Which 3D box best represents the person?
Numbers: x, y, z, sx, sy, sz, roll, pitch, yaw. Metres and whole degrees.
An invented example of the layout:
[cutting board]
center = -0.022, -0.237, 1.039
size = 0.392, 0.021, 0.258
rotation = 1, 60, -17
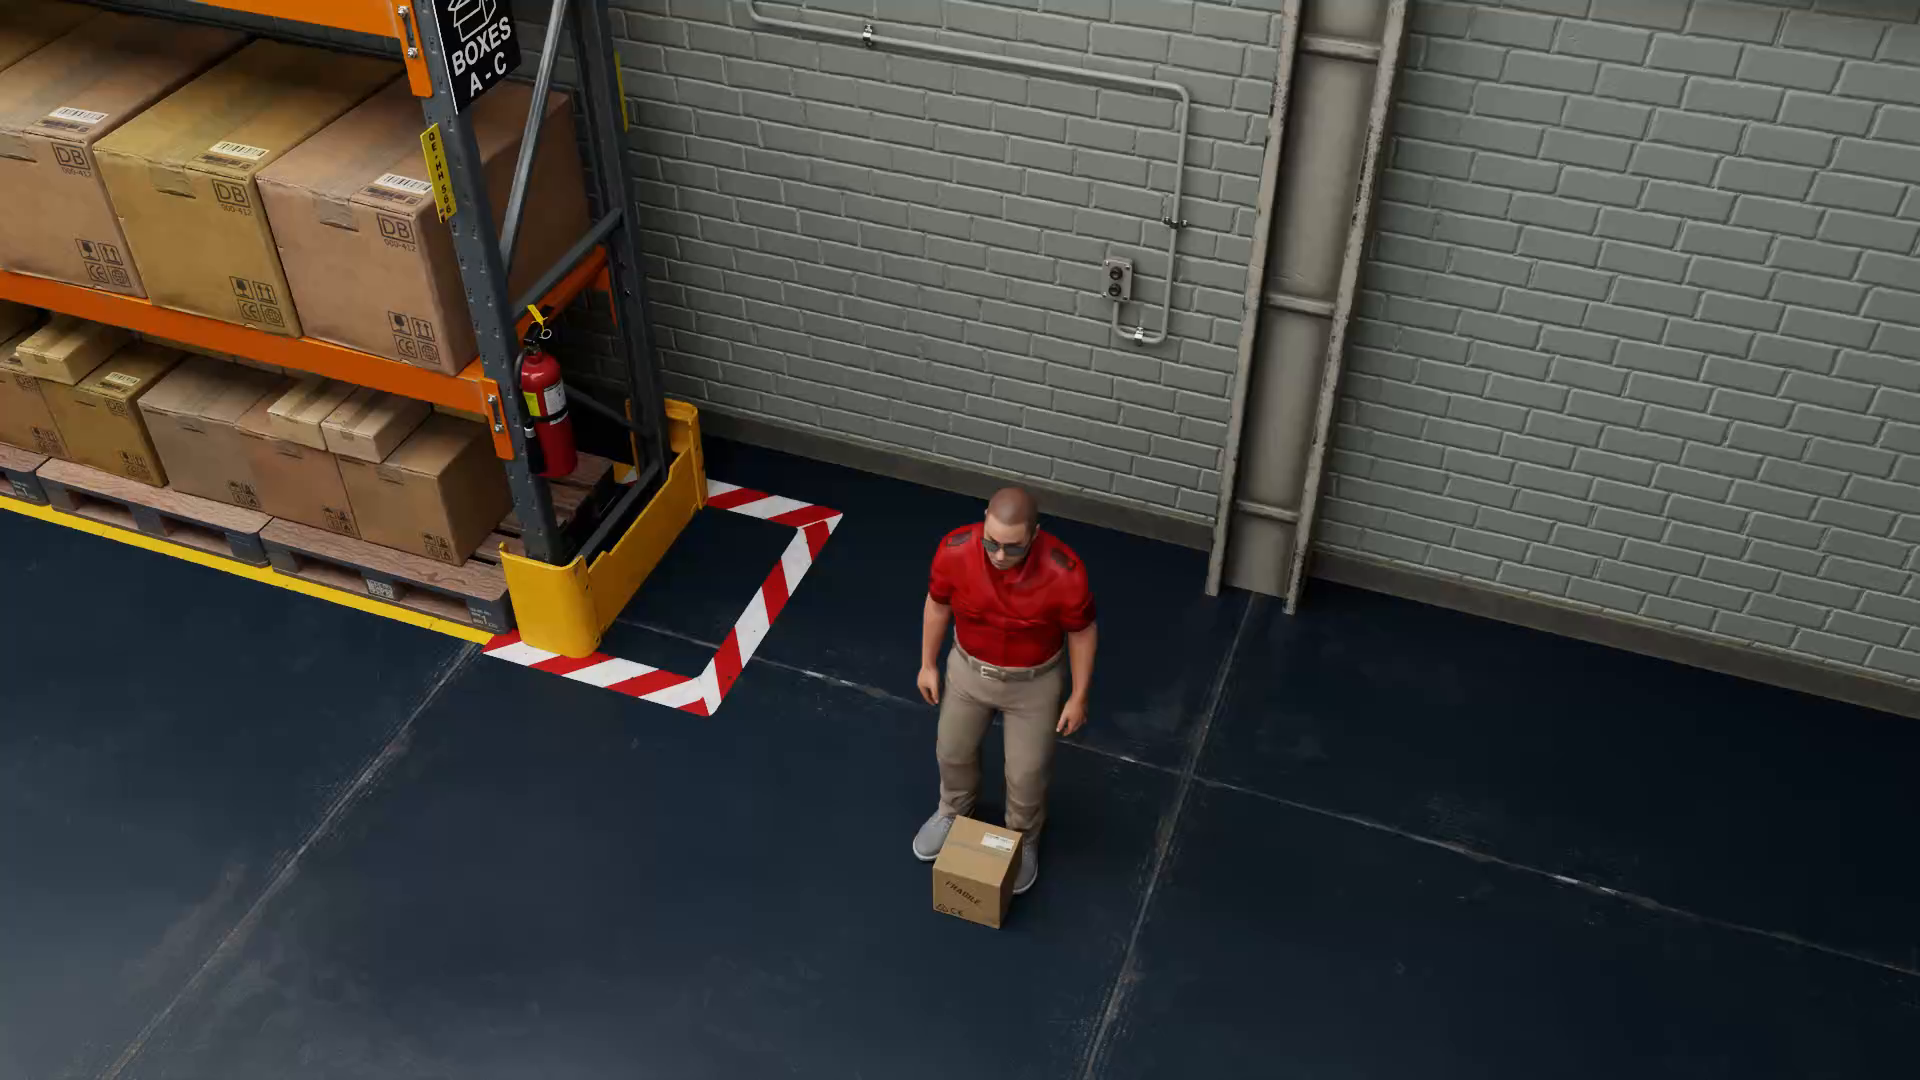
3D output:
[person]
center = 0.144, 0.484, 5.616
size = 0.602, 1.728, 0.427
rotation = 12, 43, 13
